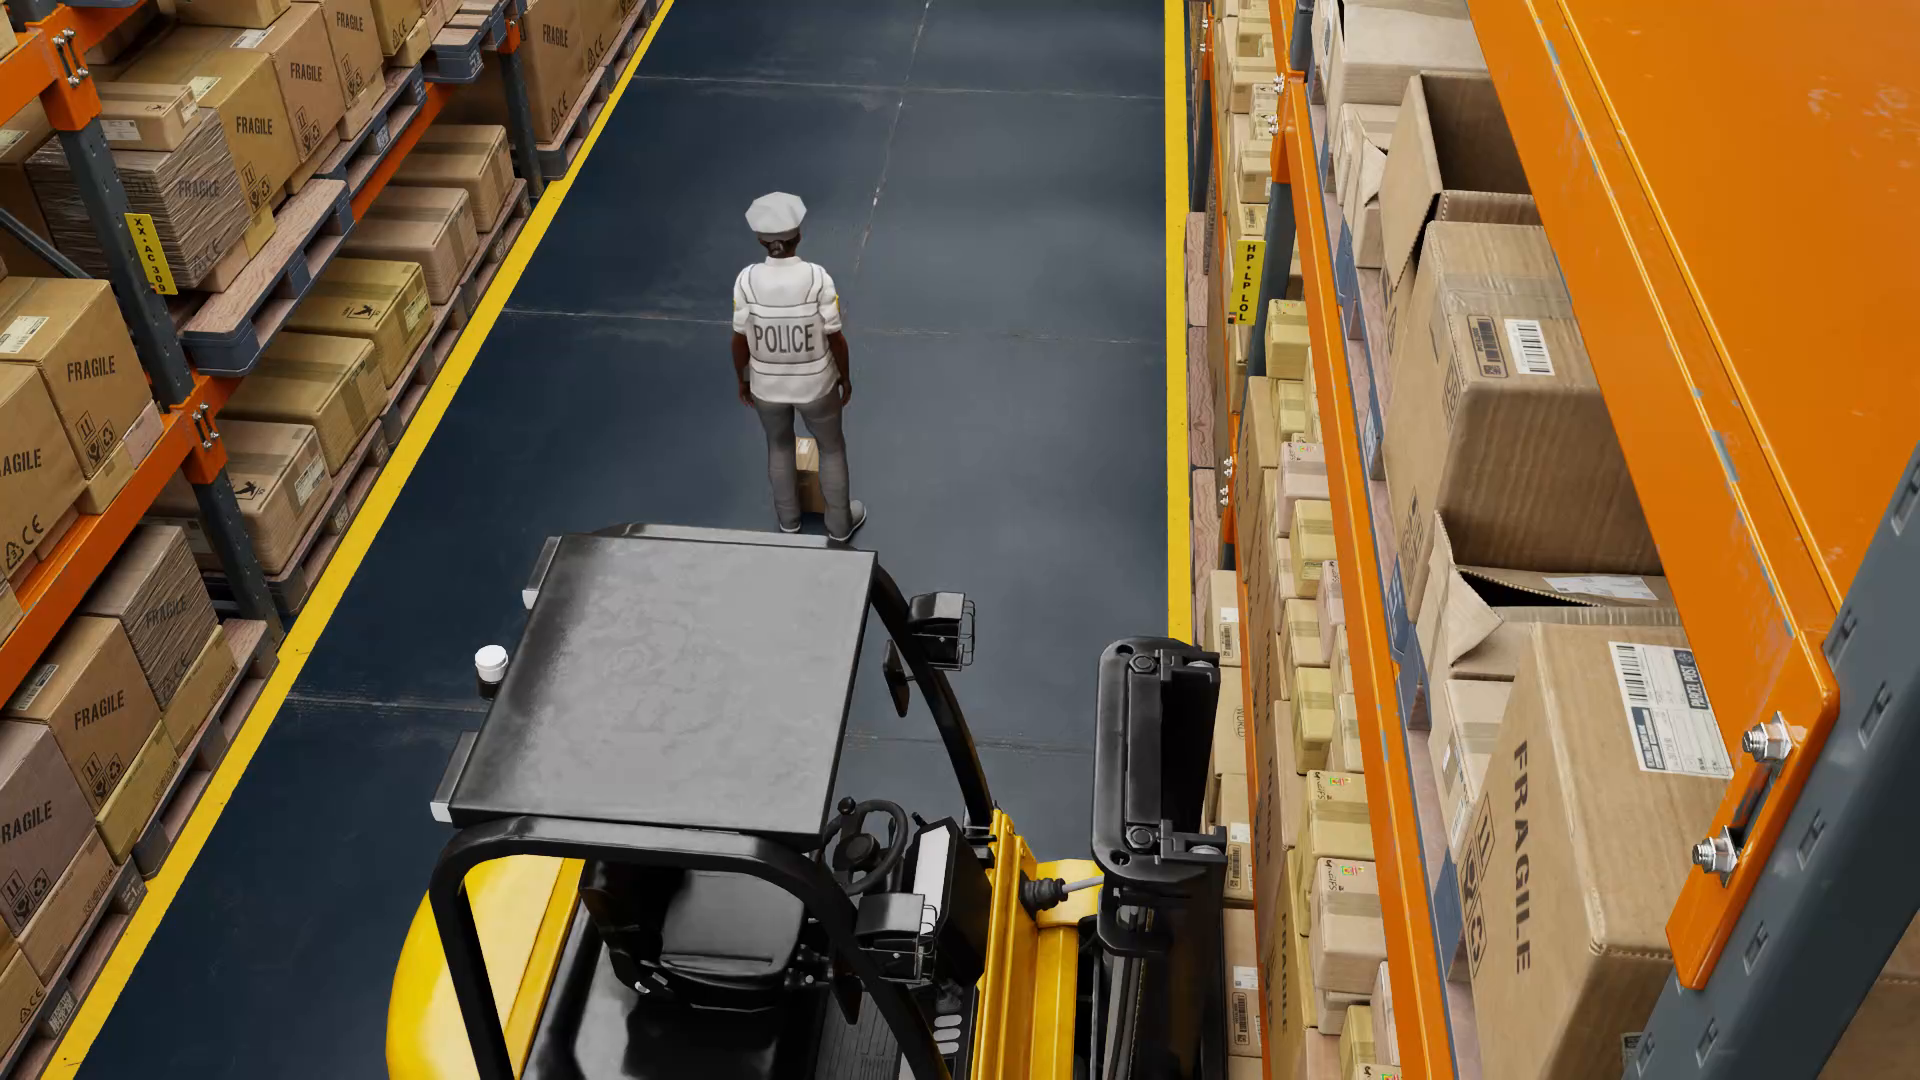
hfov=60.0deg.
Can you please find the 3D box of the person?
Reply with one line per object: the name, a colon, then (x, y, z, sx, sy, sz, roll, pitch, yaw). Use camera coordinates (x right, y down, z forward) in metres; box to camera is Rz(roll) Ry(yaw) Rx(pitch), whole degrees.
person: (-0.711, -0.702, 7.274, 0.532, 1.663, 0.423, 1, 40, 1)
